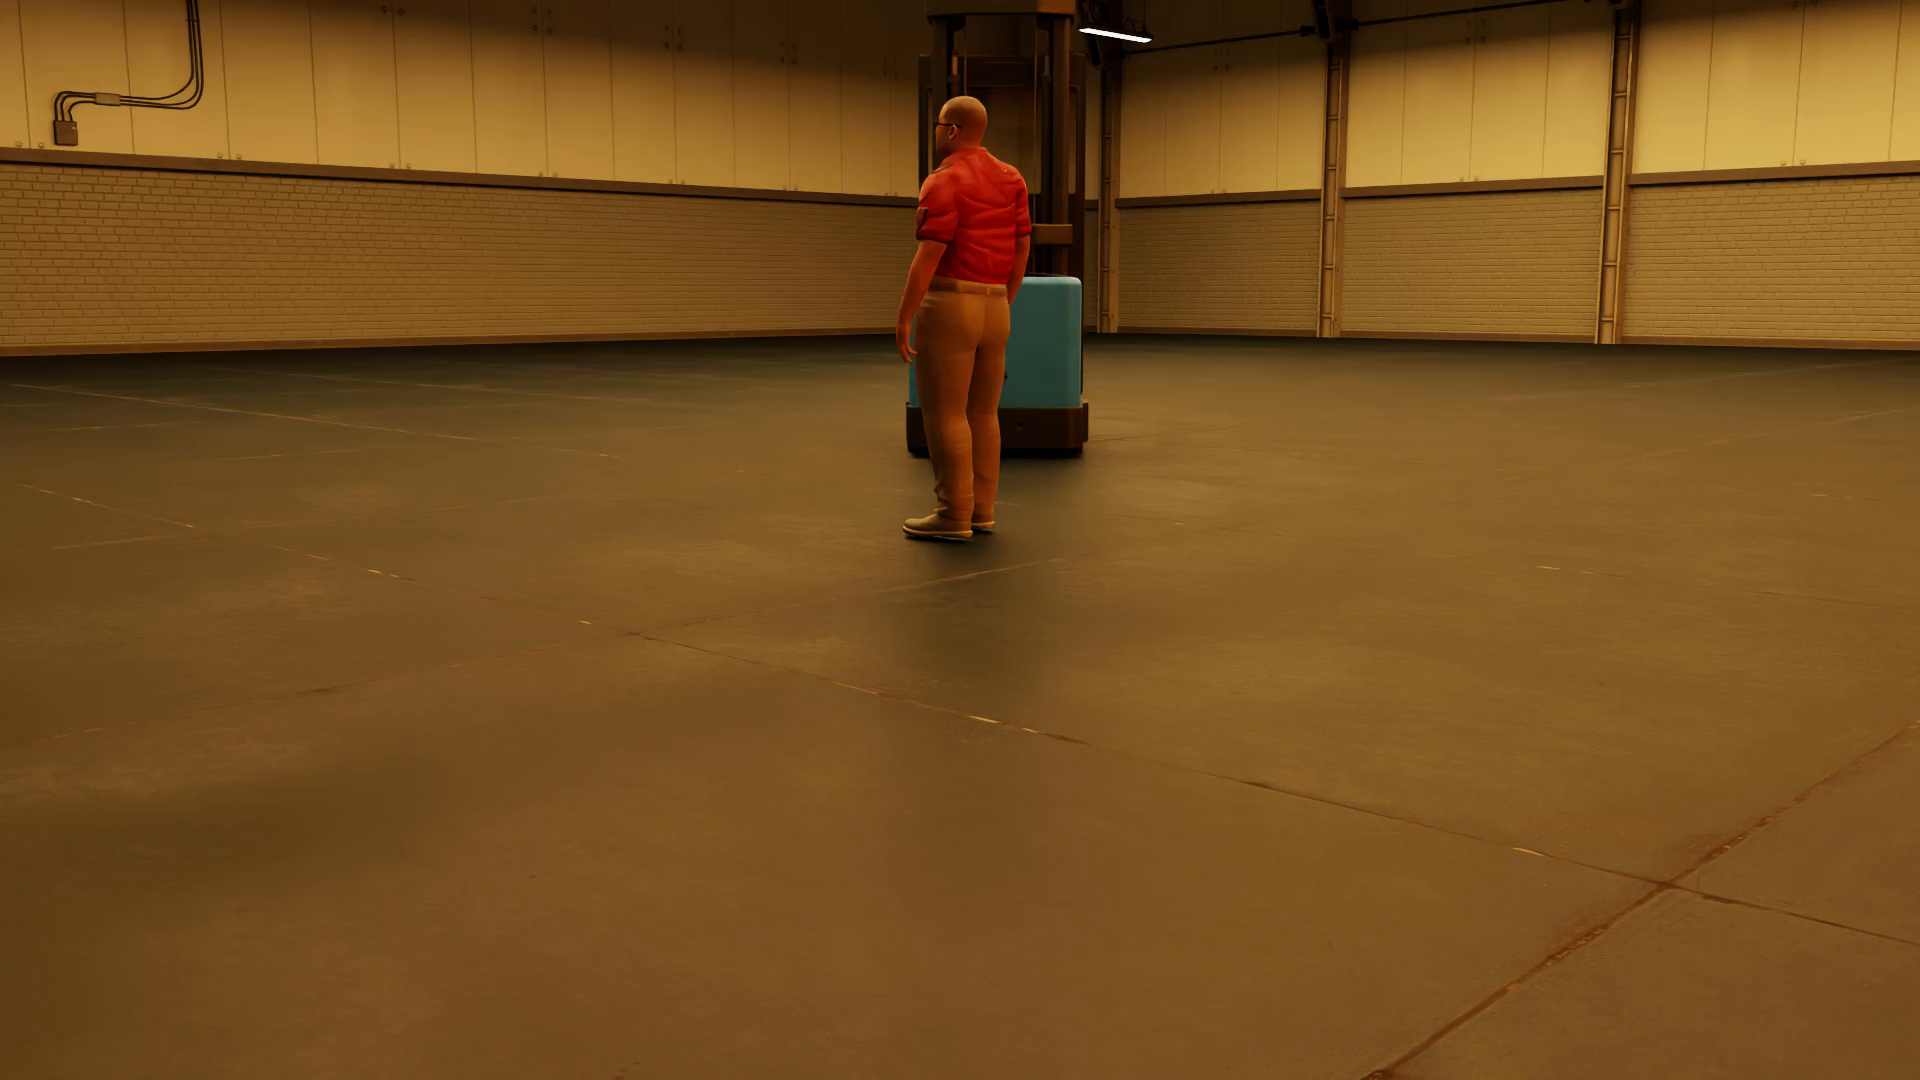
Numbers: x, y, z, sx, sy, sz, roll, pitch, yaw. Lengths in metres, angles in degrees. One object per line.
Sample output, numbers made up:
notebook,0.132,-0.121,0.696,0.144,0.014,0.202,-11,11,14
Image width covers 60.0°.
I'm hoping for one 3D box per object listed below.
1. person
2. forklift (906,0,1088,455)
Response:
person,-0.056,-0.872,6.658,0.551,1.727,0.640,8,12,43
forklift,0.288,-2.146,11.129,1.130,2.935,3.031,0,9,3
